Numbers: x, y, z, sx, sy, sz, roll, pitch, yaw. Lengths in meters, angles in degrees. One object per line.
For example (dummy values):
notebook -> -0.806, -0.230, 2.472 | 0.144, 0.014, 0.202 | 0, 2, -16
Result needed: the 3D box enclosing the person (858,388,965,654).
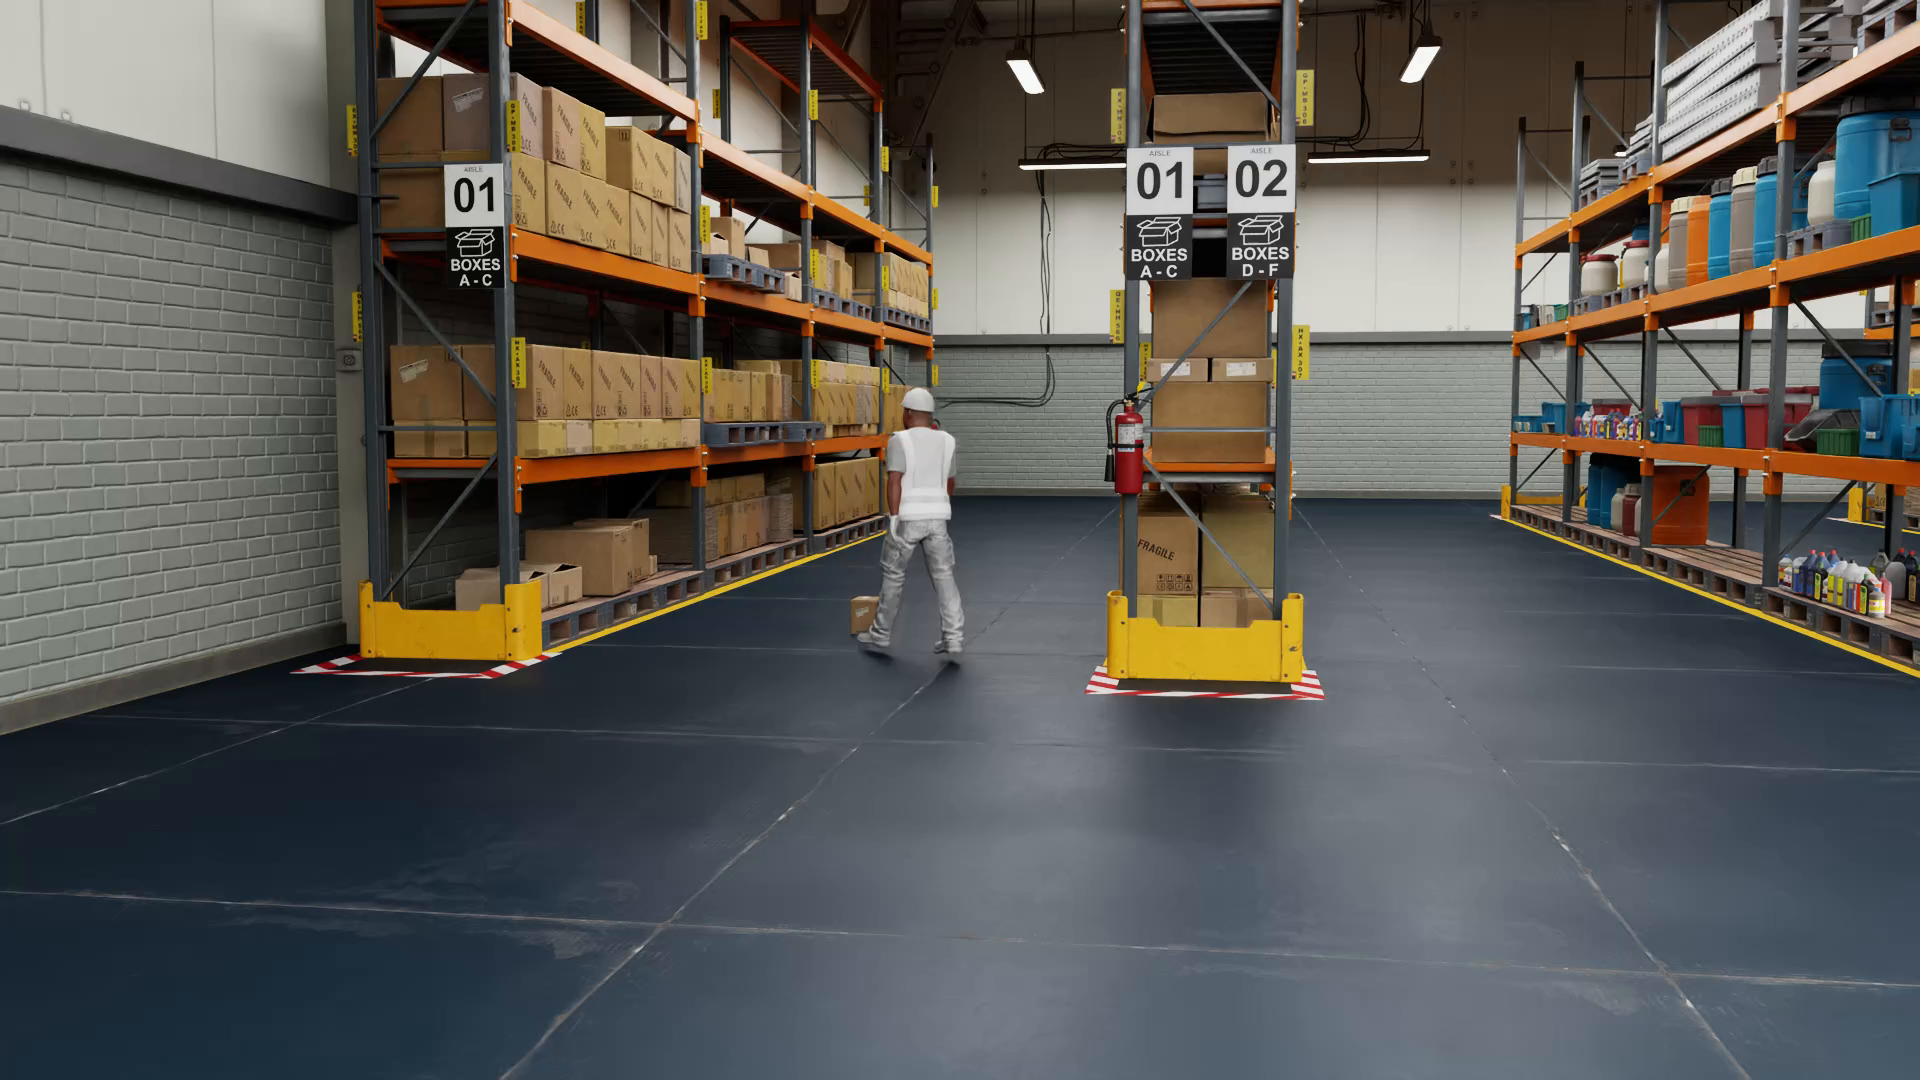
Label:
person -> -0.285, -0.138, 10.999 | 0.558, 1.731, 0.977 | -2, 5, -27
